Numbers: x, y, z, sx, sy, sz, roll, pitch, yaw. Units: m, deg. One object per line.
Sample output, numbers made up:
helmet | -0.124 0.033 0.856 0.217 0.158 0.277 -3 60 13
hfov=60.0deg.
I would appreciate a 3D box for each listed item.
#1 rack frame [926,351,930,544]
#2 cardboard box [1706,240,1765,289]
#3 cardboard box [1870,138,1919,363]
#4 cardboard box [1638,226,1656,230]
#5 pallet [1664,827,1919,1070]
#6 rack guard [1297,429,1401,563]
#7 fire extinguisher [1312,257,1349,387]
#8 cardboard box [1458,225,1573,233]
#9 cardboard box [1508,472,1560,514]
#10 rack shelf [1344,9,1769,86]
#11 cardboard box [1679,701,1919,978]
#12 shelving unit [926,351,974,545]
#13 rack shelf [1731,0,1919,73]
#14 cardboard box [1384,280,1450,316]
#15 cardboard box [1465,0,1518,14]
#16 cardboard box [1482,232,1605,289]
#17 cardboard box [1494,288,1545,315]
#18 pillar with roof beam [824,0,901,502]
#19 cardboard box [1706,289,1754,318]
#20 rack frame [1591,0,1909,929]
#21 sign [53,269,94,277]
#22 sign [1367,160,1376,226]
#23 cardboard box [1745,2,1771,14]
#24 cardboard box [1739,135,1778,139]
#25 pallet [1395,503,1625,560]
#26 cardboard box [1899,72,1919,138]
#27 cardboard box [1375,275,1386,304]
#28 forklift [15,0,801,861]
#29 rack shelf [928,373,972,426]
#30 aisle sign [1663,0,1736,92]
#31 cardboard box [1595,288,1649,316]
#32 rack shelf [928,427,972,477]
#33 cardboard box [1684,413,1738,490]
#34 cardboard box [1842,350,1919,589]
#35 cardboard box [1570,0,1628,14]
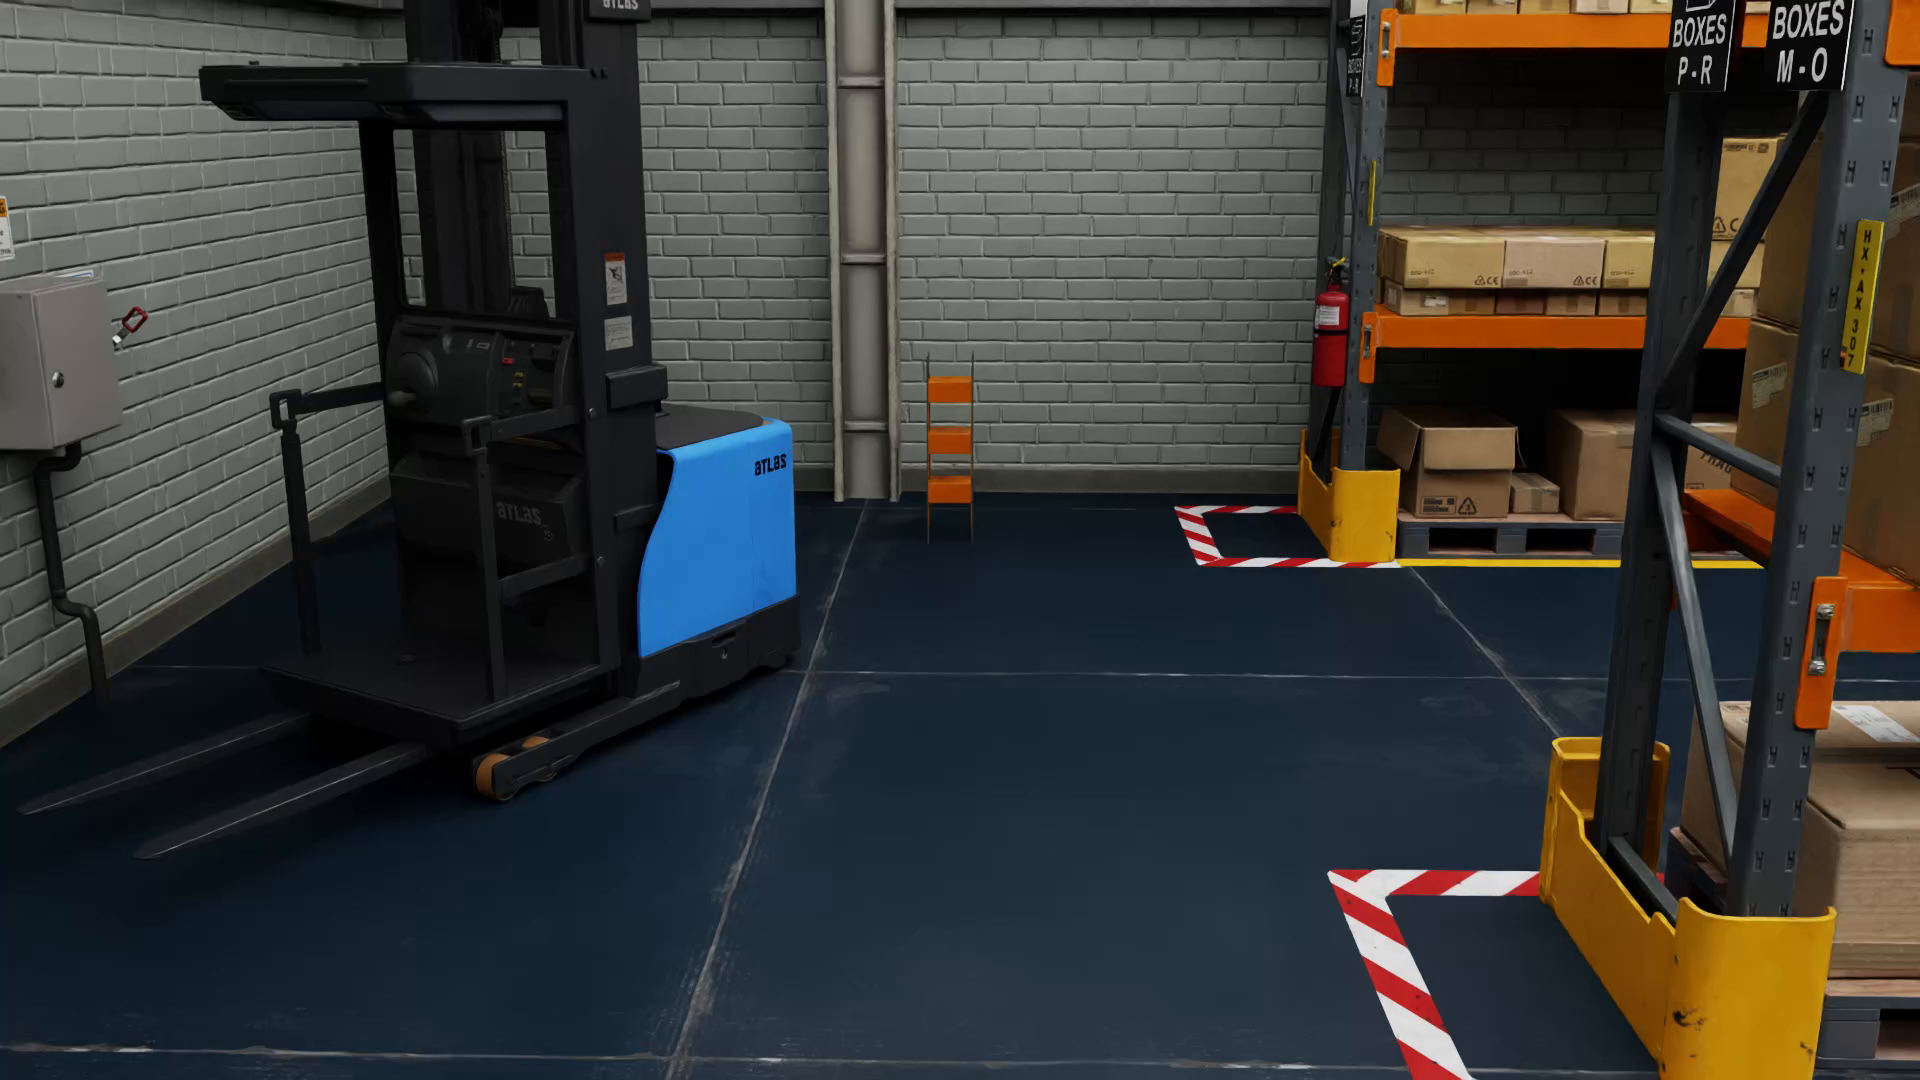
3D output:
rack frame | -0.175 -0.509 9.210 0.008 1.050 0.200 0 15 1
cardboard box | 4.068 -1.475 8.761 0.500 0.250 0.500 0 15 0
cardboard box | 2.449 -0.669 3.839 0.500 0.500 0.500 0 15 0
cardboard box | 4.099 -1.603 9.247 0.500 0.250 0.500 0 15 1
pallet | 2.777 1.121 4.678 1.213 0.211 1.003 0 15 1
rack guard | 2.175 -0.270 9.382 0.348 0.500 1.175 0 15 1
fire extinguisher | 1.940 -1.144 8.679 0.183 0.674 0.296 0 15 1
cardboard box | 3.081 -1.611 9.277 0.500 0.250 0.500 0 15 2
cardboard box | 3.132 -0.262 9.220 0.250 0.149 0.380 0 15 -1
rack shelf | 4.099 -2.568 8.725 4.000 0.370 1.077 0 15 1
cardboard box | 2.638 0.802 4.620 0.875 0.438 0.875 0 15 0
shelving unit | -0.053 -0.508 9.207 0.252 1.050 0.215 0 15 1
rack shelf | 3.975 -1.302 3.927 4.000 0.370 1.077 0 15 1
cardboard box | 2.421 -1.285 8.824 0.250 0.149 0.380 0 15 1
cardboard box | 2.675 -2.751 8.500 0.250 0.149 0.380 1 15 2
cardboard box | 3.050 -1.475 8.762 0.500 0.250 0.500 1 15 2
cardboard box | 2.940 -1.302 8.889 0.250 0.149 0.380 0 15 1
pillar with roof beam | -0.683 -3.529 5.076 0.400 9.000 9.100 0 15 1
cardboard box | 3.971 -1.268 8.757 0.250 0.149 0.380 1 15 3
rack frame | 1.976 -0.213 4.267 0.127 3.000 1.000 0 15 1
sign | -3.656 -0.860 6.905 0.001 0.494 0.329 0 15 1
sign | 2.085 -1.759 8.430 0.005 0.325 0.100 0 15 1
cardboard box | 3.942 -2.711 8.350 0.250 0.149 0.380 0 15 2
cardboard box | 4.616 -1.964 9.145 0.500 0.500 0.500 0 15 0
pallet | 2.972 -0.125 9.400 1.213 0.211 1.003 0 15 1
cardboard box | 2.324 -0.985 3.767 0.250 0.149 0.380 1 15 3
cardboard box | 2.437 -1.424 9.348 0.250 0.149 0.380 0 15 1
forklift | -1.899 -0.634 5.996 1.130 2.935 3.031 9 17 31
rack shelf | -0.053 -0.772 9.138 0.240 0.259 0.215 0 15 1
aisle sign | 1.912 -1.549 4.237 0.004 0.787 0.394 0 15 1
cardboard box | 3.457 -1.285 8.823 0.250 0.149 0.380 1 15 2
rack shelf | -0.053 -0.498 9.210 0.240 0.259 0.215 0 15 1
cardboard box | 4.088 -0.401 9.055 0.500 0.500 0.500 1 15 2
cardboard box | 2.449 -0.185 3.965 0.500 0.500 0.500 0 15 1
cardboard box | 3.177 -2.717 8.372 0.250 0.149 0.380 1 15 3
